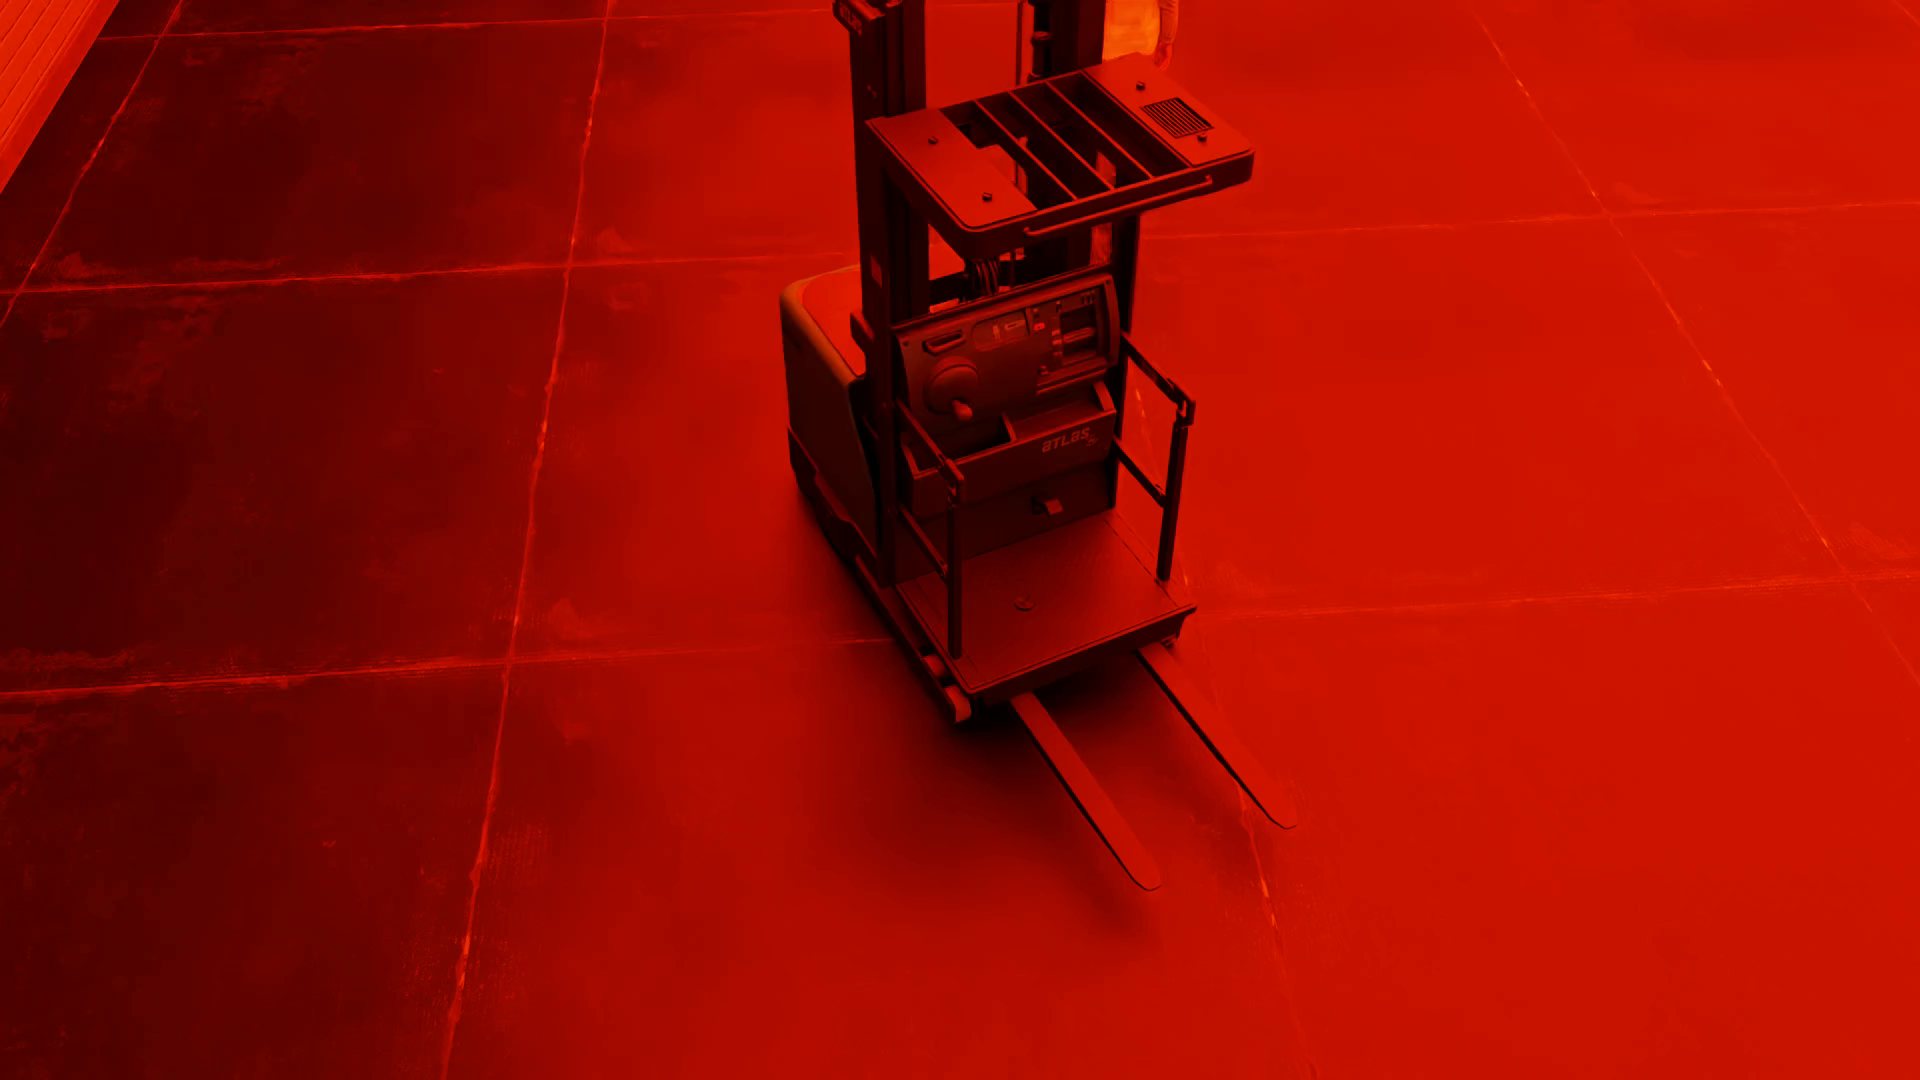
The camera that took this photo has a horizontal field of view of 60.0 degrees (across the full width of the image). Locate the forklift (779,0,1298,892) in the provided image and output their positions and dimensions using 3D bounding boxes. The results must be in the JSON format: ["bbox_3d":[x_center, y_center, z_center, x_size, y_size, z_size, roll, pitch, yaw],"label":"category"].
[{"bbox_3d":[0.298,-0.653,6.293,1.130,2.935,3.031,-19,47,-19],"label":"forklift"}]

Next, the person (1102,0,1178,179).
[{"bbox_3d":[0.873,-2.843,9.434,0.655,1.757,0.484,-7,44,-7],"label":"person"}]
